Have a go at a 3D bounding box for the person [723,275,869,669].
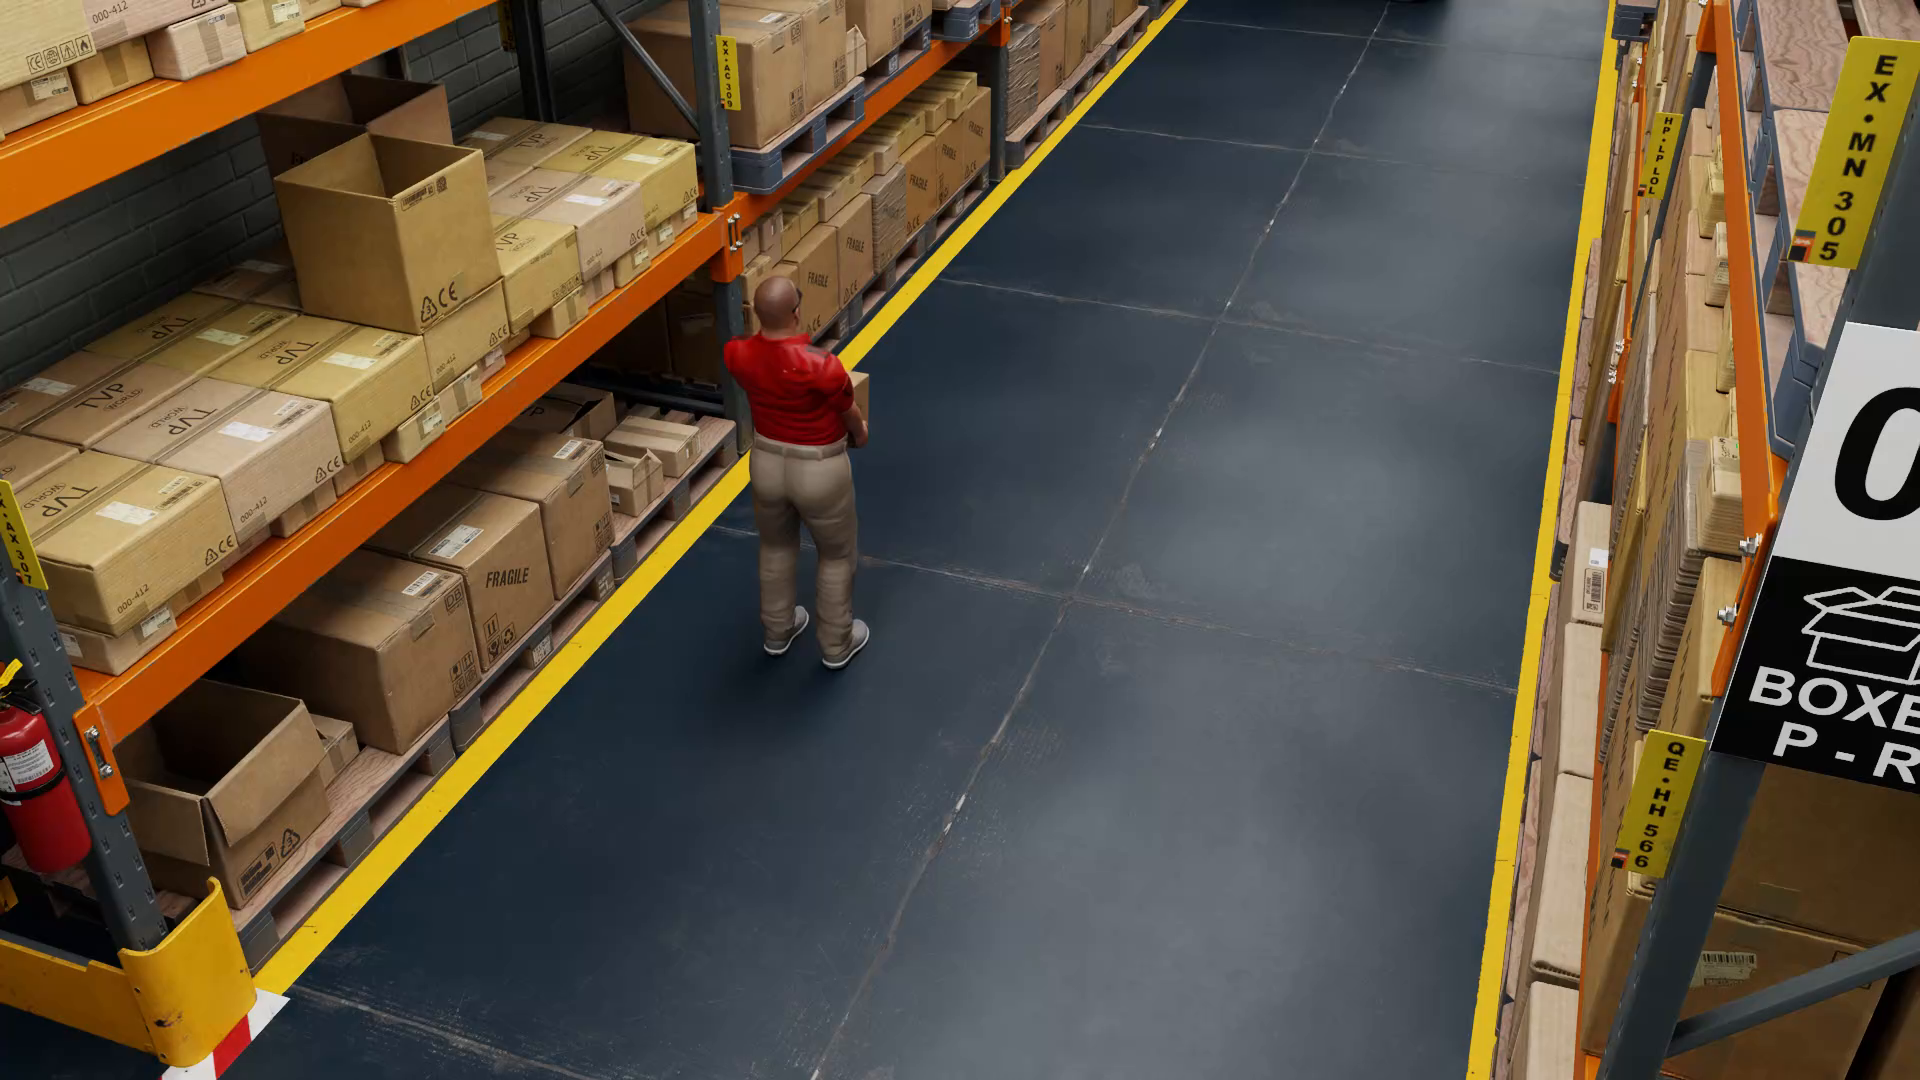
[{"bbox_3d":[-0.609,-0.314,6.649,0.495,1.715,0.530,12,35,17],"label":"person"}]
